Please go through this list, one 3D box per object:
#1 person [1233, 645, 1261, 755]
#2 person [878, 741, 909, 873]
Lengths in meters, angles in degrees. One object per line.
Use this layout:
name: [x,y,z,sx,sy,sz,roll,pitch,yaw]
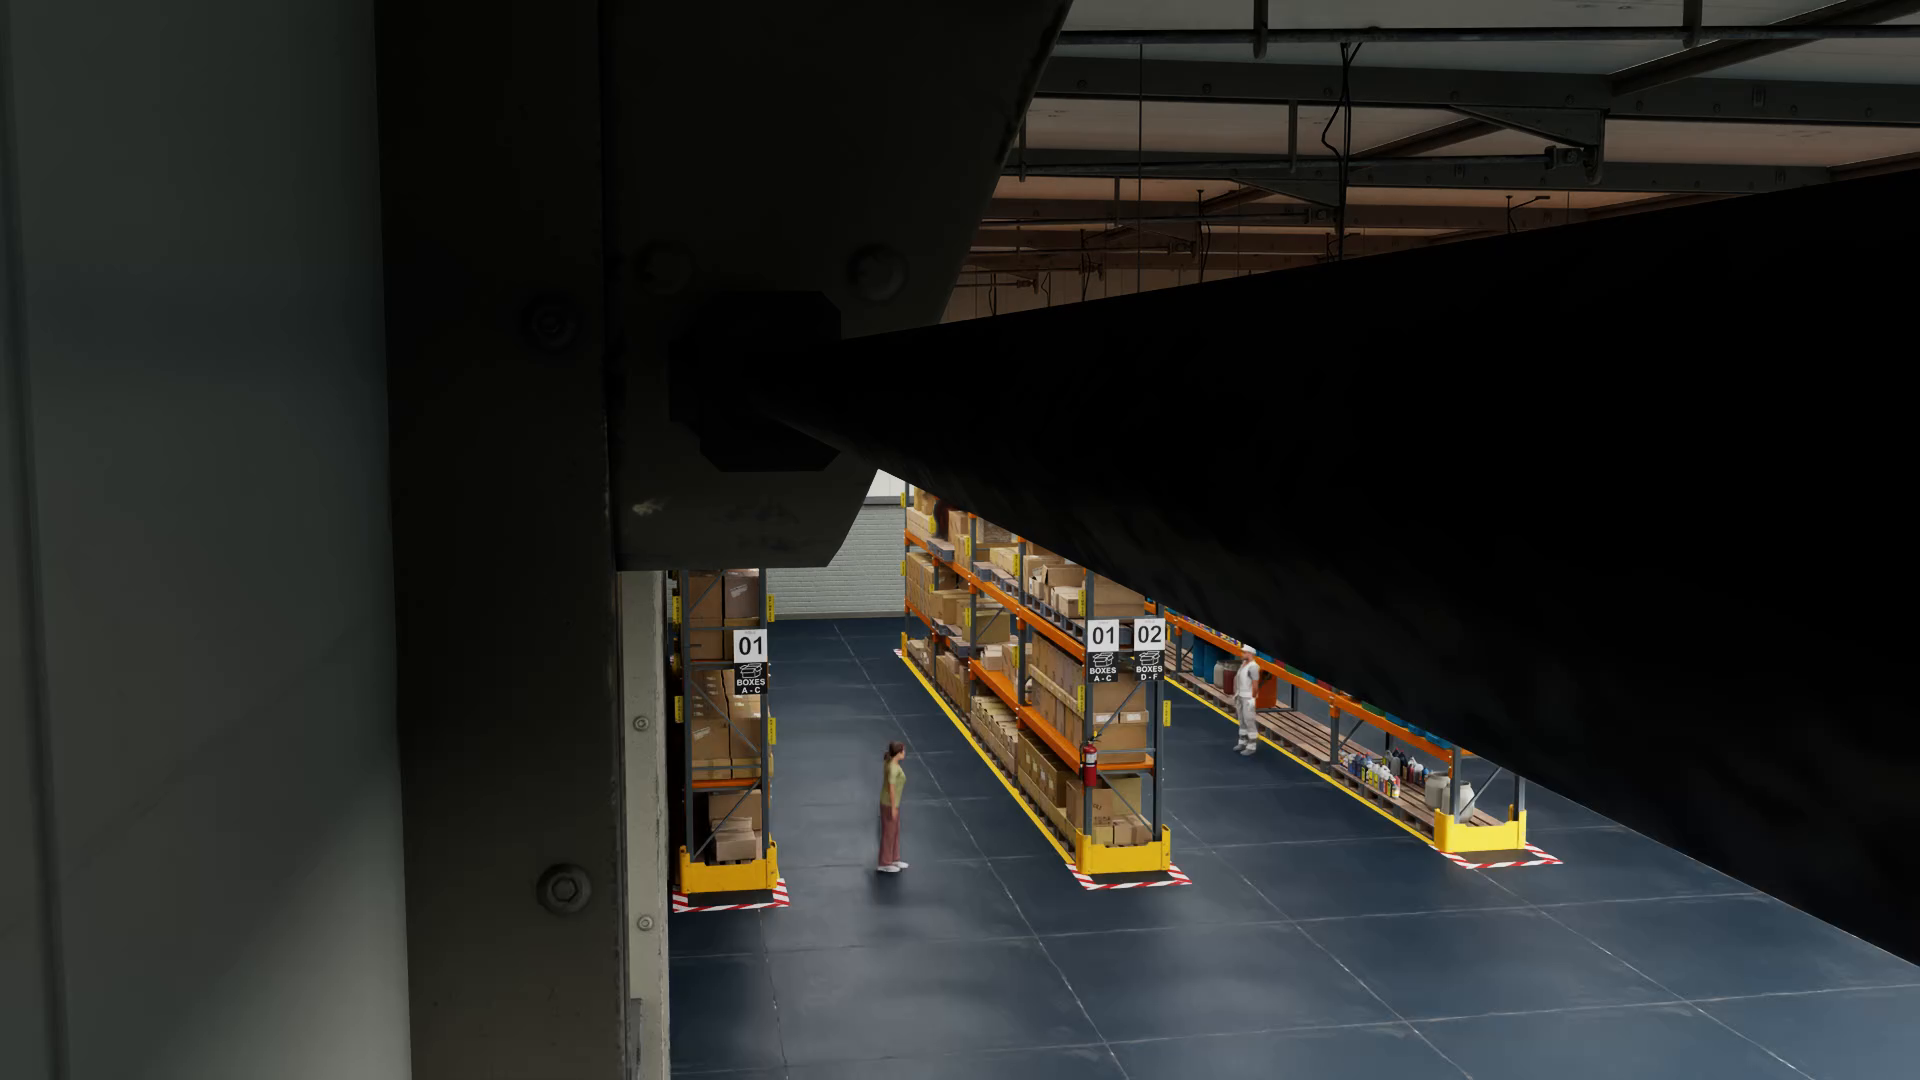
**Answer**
person: [4.698,2.598,27.350,0.371,1.798,0.583,-2,6,-16]
person: [-0.841,3.346,20.912,0.401,1.686,0.480,-1,6,-6]
